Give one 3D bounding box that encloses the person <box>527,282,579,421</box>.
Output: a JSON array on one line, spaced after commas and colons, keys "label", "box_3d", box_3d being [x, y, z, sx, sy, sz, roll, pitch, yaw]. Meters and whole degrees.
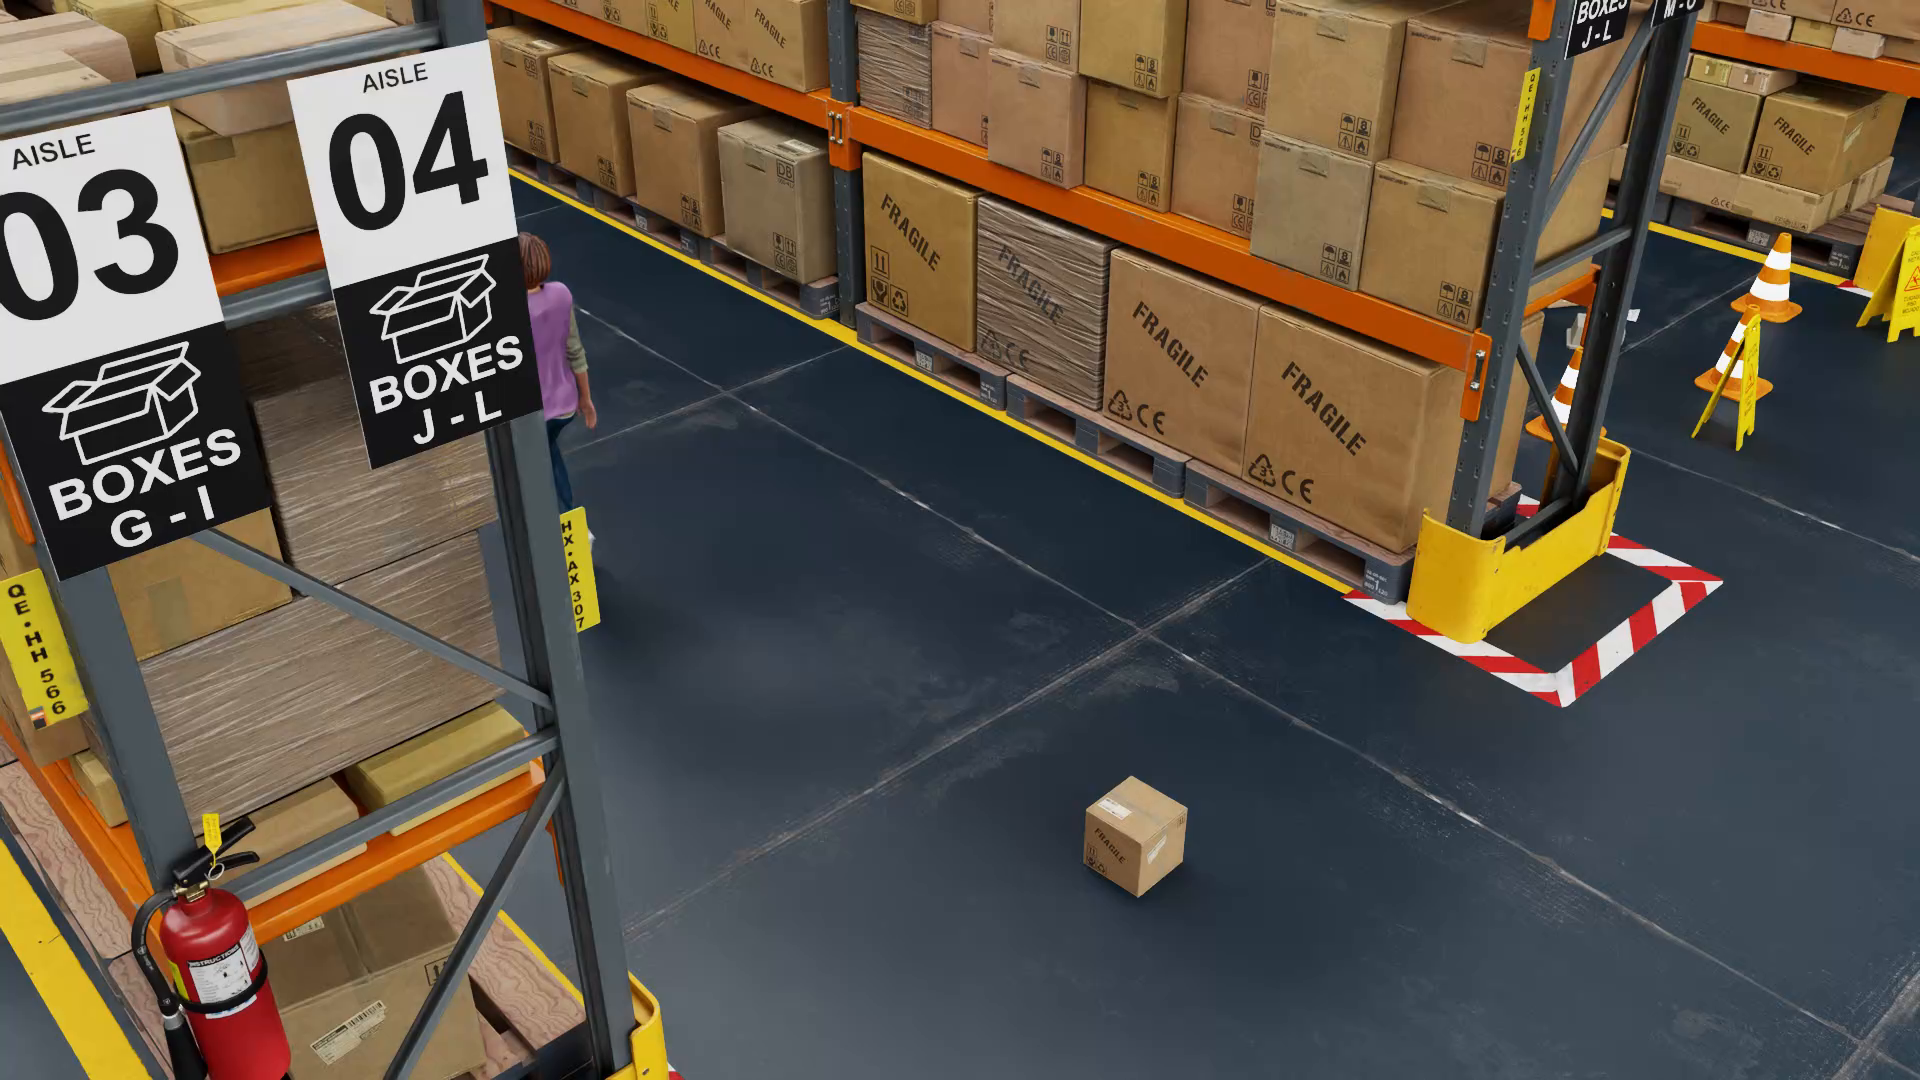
[{"label": "person", "box_3d": [-1.751, -0.430, 7.027, 0.345, 1.390, 0.350, 24, 39, 33]}]
